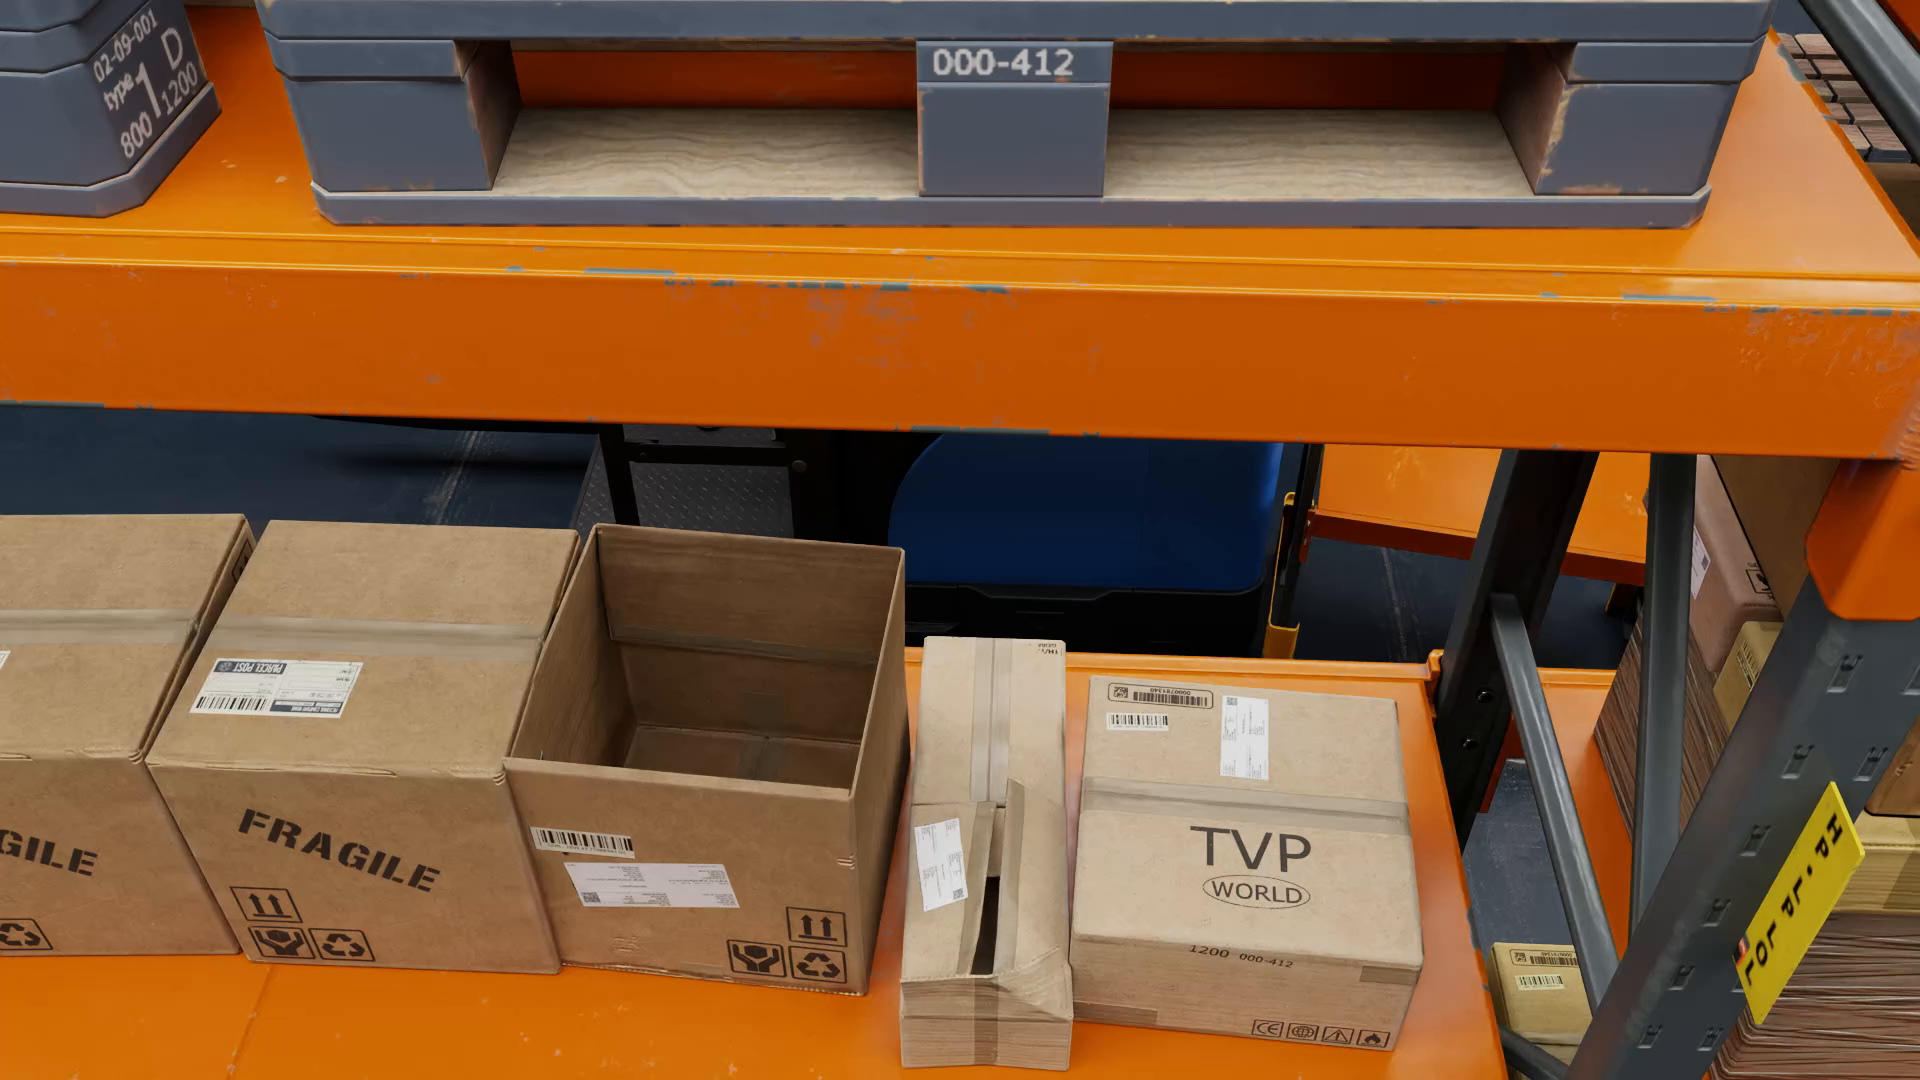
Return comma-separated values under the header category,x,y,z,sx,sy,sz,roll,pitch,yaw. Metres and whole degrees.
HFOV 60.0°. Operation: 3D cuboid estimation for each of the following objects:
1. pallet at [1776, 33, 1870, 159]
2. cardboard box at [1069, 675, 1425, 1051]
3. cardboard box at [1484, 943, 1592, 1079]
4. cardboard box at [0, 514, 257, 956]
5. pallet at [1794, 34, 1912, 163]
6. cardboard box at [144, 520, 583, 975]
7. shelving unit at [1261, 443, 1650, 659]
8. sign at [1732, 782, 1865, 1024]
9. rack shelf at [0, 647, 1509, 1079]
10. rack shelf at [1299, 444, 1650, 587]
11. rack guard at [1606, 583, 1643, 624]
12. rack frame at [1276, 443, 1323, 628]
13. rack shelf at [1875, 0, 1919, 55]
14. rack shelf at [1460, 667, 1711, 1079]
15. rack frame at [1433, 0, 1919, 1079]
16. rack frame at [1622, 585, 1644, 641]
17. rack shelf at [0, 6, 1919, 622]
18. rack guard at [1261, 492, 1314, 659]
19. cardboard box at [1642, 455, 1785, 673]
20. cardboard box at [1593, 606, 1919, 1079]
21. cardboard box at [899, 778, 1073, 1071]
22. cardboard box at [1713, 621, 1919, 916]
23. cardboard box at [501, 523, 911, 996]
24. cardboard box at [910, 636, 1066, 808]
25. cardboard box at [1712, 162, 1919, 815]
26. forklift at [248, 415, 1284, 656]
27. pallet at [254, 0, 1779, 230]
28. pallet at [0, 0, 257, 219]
category,x,y,z,sx,sy,sz,roll,pitch,yaw
pallet,3.047,-1.841,7.071,1.213,0.211,1.003,2,43,2
cardboard box,0.435,0.497,2.626,0.500,0.250,0.500,4,43,5
cardboard box,1.402,1.145,3.529,0.500,0.250,0.500,2,43,2
cardboard box,-1.390,0.308,2.645,0.500,0.500,0.500,0,43,0
pallet,4.263,-1.801,7.029,1.213,0.211,1.003,2,43,2
cardboard box,-0.864,0.324,2.628,0.500,0.500,0.500,2,43,2
shelving unit,1.449,-0.235,4.402,1.083,1.500,0.587,9,44,10
sign,0.915,0.402,1.826,0.005,0.325,0.100,2,43,2
rack shelf,-1.069,0.629,2.902,4.000,0.370,1.077,2,43,2
rack shelf,1.458,-0.102,4.523,1.000,0.185,0.538,9,44,10
rack guard,1.934,0.299,4.746,0.087,0.250,0.587,9,44,10
rack frame,0.962,-0.312,4.485,0.032,1.500,0.500,9,44,10
rack shelf,2.927,-0.346,1.748,4.000,0.370,1.077,2,43,2
rack shelf,2.927,0.752,2.770,4.000,0.370,1.077,2,43,2
rack frame,0.929,0.427,2.591,0.127,3.000,1.000,2,43,2
rack frame,1.953,-0.155,4.317,0.032,1.500,0.500,9,44,10
rack shelf,-1.069,-0.469,1.879,4.000,0.370,1.077,2,43,2
rack guard,0.964,0.145,4.911,0.087,0.250,0.587,9,44,10
cardboard box,1.211,0.016,2.483,0.250,0.149,0.380,2,43,2
cardboard box,1.373,0.400,2.547,0.500,0.500,0.700,1,43,1
cardboard box,0.043,0.574,2.531,0.258,0.266,0.396,1,43,1
cardboard box,1.189,0.293,2.185,0.250,0.149,0.380,2,43,2
cardboard box,-0.363,0.340,2.611,0.500,0.500,0.500,5,43,5
cardboard box,0.053,0.353,2.855,0.250,0.149,0.380,2,43,2
cardboard box,1.373,-0.075,2.104,0.500,0.500,0.700,2,43,2
forklift,-0.629,-1.091,4.271,3.031,2.935,1.130,2,43,2
pallet,0.048,-0.619,1.653,1.217,0.209,0.805,0,43,0
pallet,-1.267,-0.732,1.773,1.213,0.211,1.003,4,43,4
